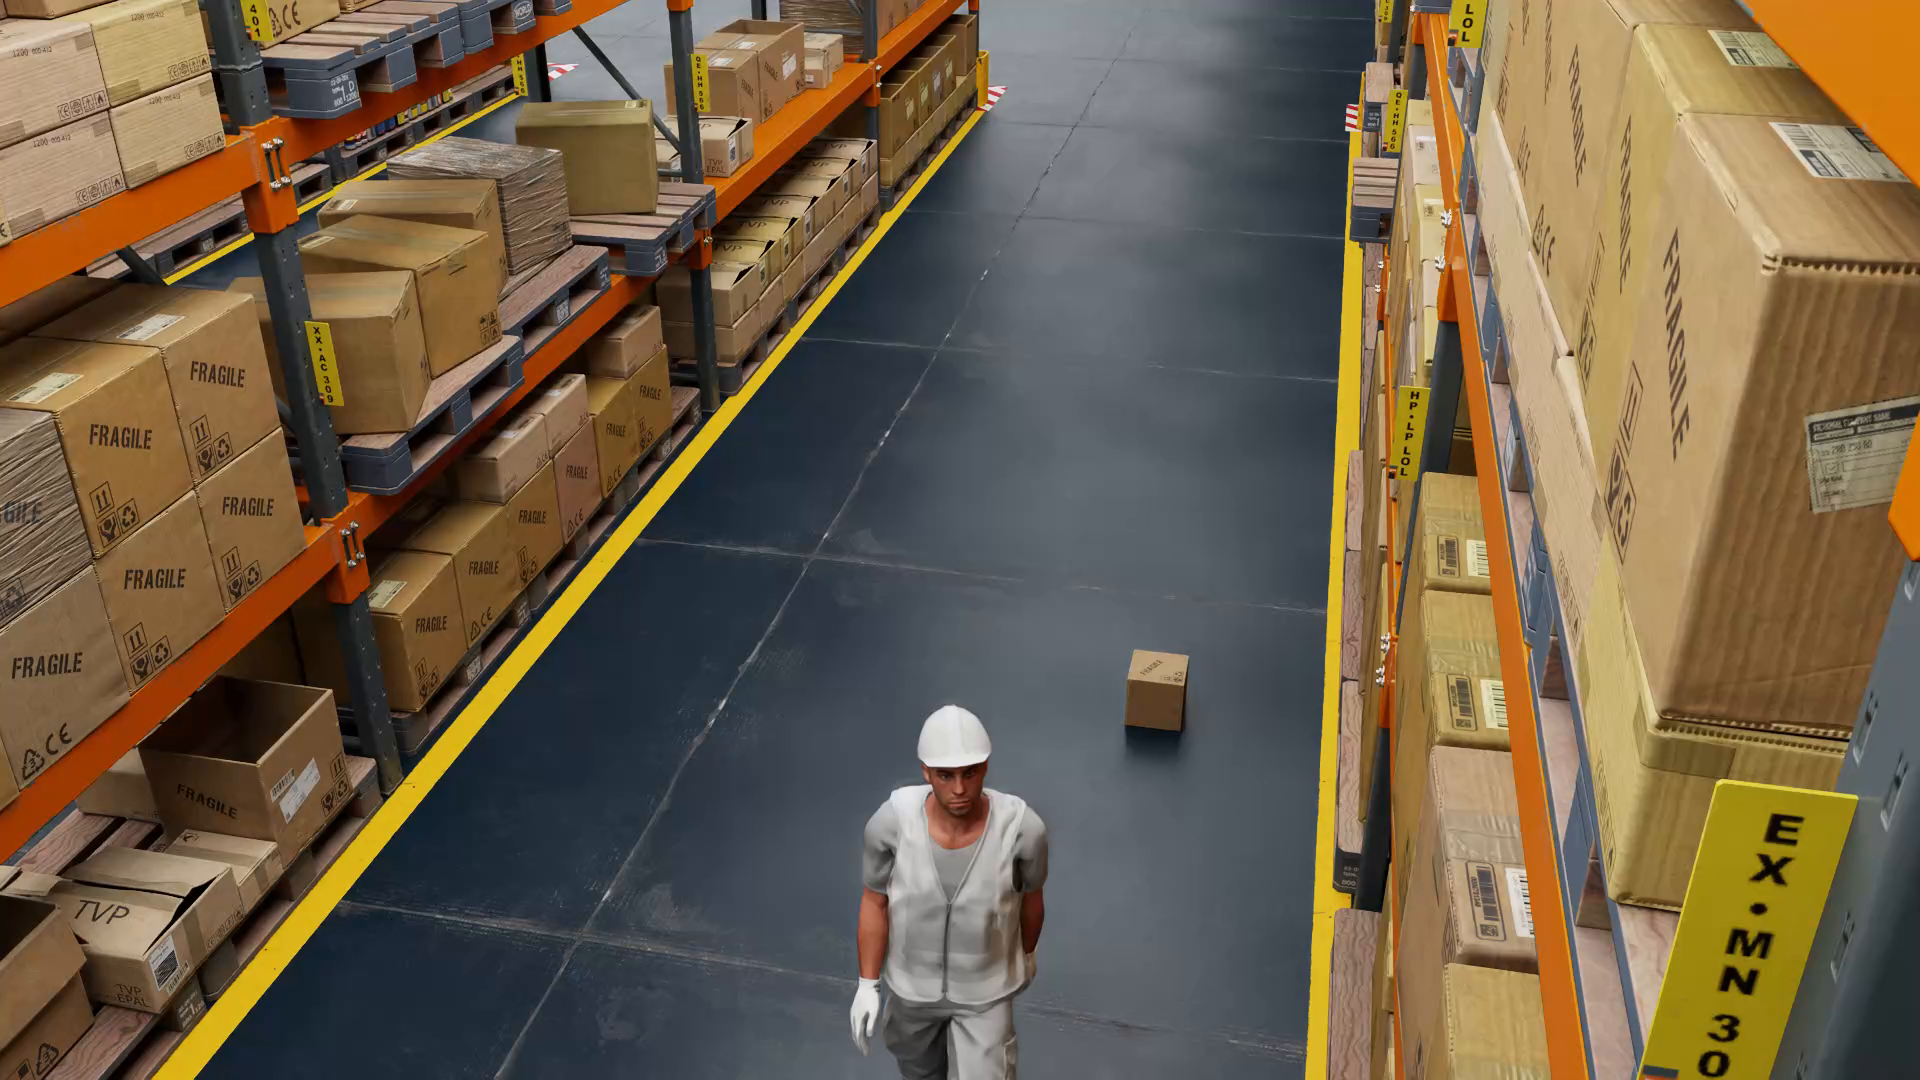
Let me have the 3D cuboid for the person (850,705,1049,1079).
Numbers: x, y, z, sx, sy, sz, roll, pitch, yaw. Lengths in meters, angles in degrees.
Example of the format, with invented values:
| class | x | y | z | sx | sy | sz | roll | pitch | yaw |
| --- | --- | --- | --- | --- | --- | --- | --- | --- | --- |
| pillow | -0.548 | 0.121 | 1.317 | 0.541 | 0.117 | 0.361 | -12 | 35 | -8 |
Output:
| class | x | y | z | sx | sy | sz | roll | pitch | yaw |
| --- | --- | --- | --- | --- | --- | --- | --- | --- | --- |
| person | -0.028 | 1.250 | 4.798 | 0.528 | 1.748 | 0.985 | 4 | 29 | 8 |
